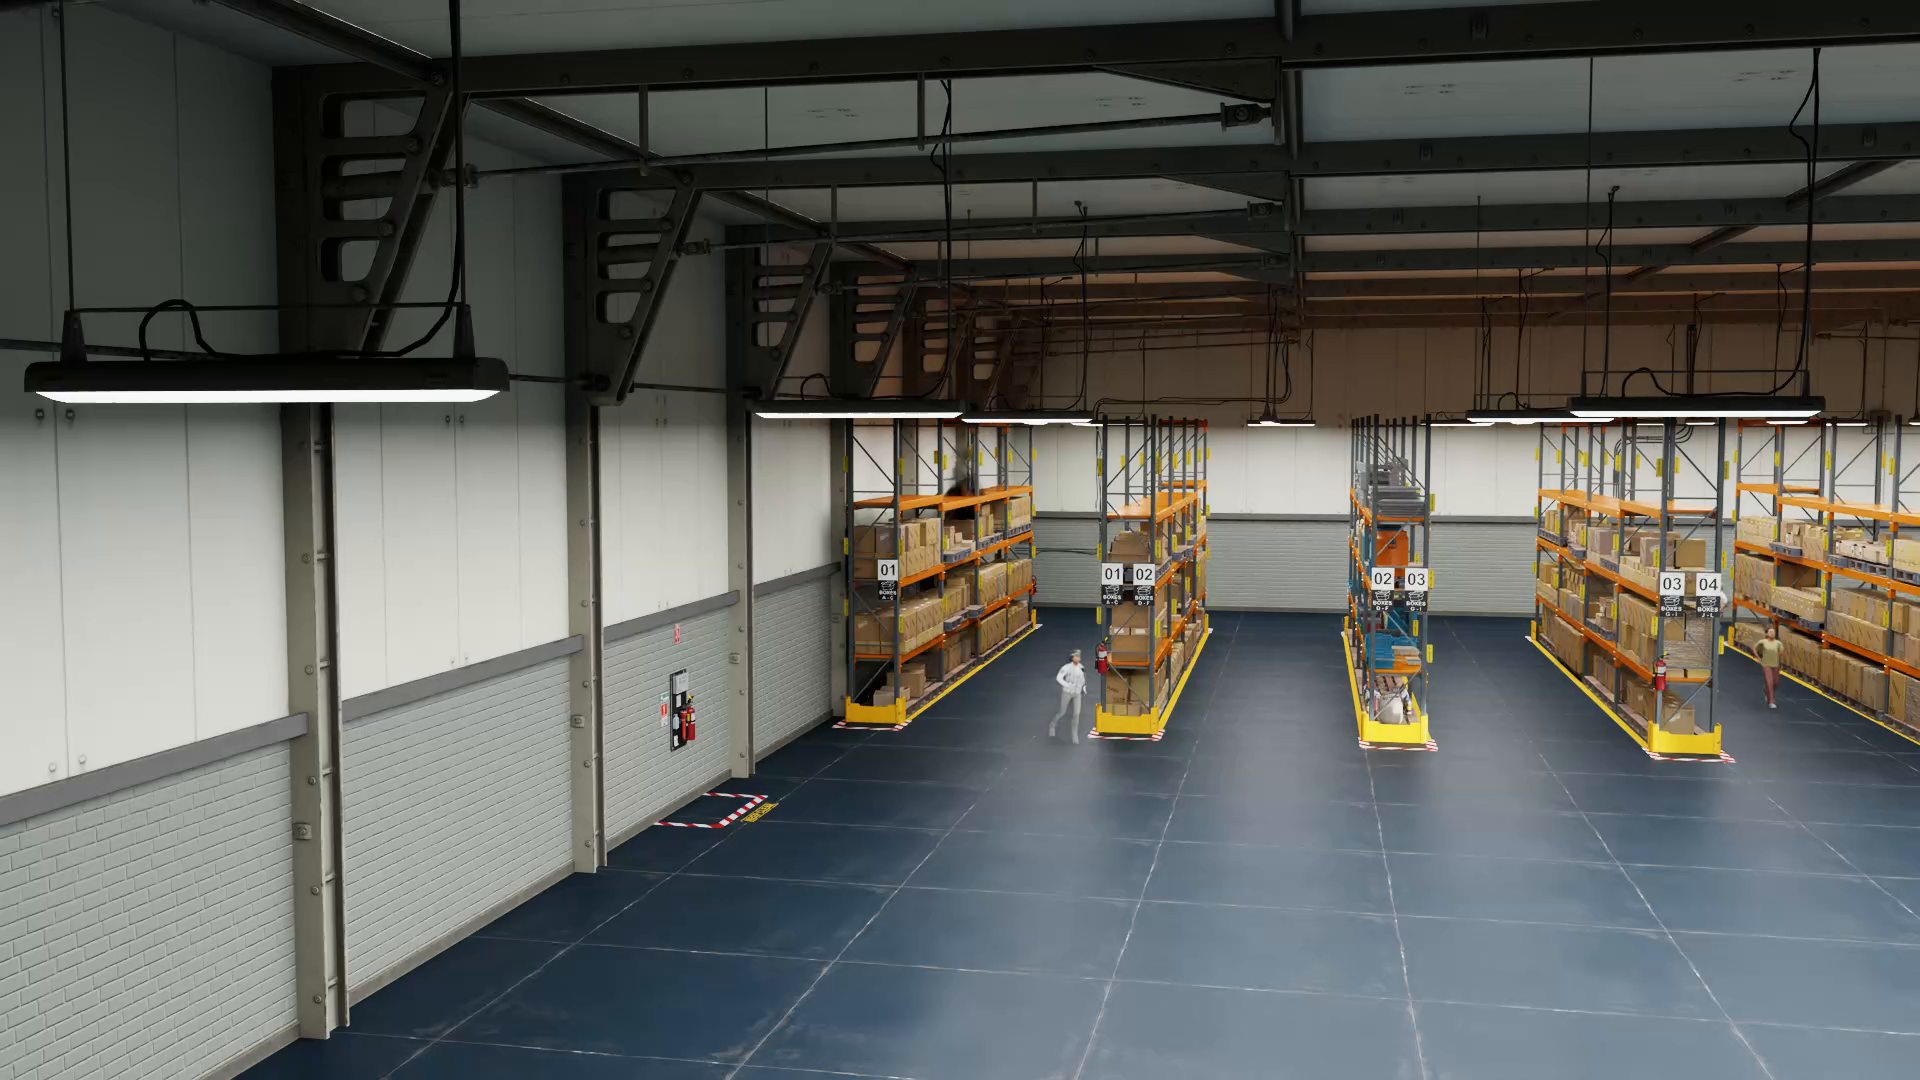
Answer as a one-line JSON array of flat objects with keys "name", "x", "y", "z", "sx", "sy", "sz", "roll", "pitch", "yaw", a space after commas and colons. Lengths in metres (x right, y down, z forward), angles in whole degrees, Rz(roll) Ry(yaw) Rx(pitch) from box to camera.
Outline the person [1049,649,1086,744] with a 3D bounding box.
[{"name": "person", "x": 2.084, "y": 2.839, "z": 30.603, "sx": 0.676, "sy": 1.674, "sz": 0.917, "roll": -2, "pitch": 4, "yaw": -22}]

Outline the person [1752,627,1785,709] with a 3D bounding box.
[{"name": "person", "x": 16.690, "y": 2.614, "z": 34.275, "sx": 0.586, "sy": 1.625, "sz": 0.914, "roll": 0, "pitch": 4, "yaw": 7}]

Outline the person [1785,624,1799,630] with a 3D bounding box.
[{"name": "person", "x": 22.204, "y": 1.937, "z": 44.440, "sx": 0.733, "sy": 1.735, "sz": 0.727, "roll": -2, "pitch": 4, "yaw": -27}]

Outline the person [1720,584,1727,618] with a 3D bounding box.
[{"name": "person", "x": 20.395, "y": 1.942, "z": 44.891, "sx": 0.529, "sy": 1.593, "sz": 0.648, "roll": -1, "pitch": 4, "yaw": -17}]
